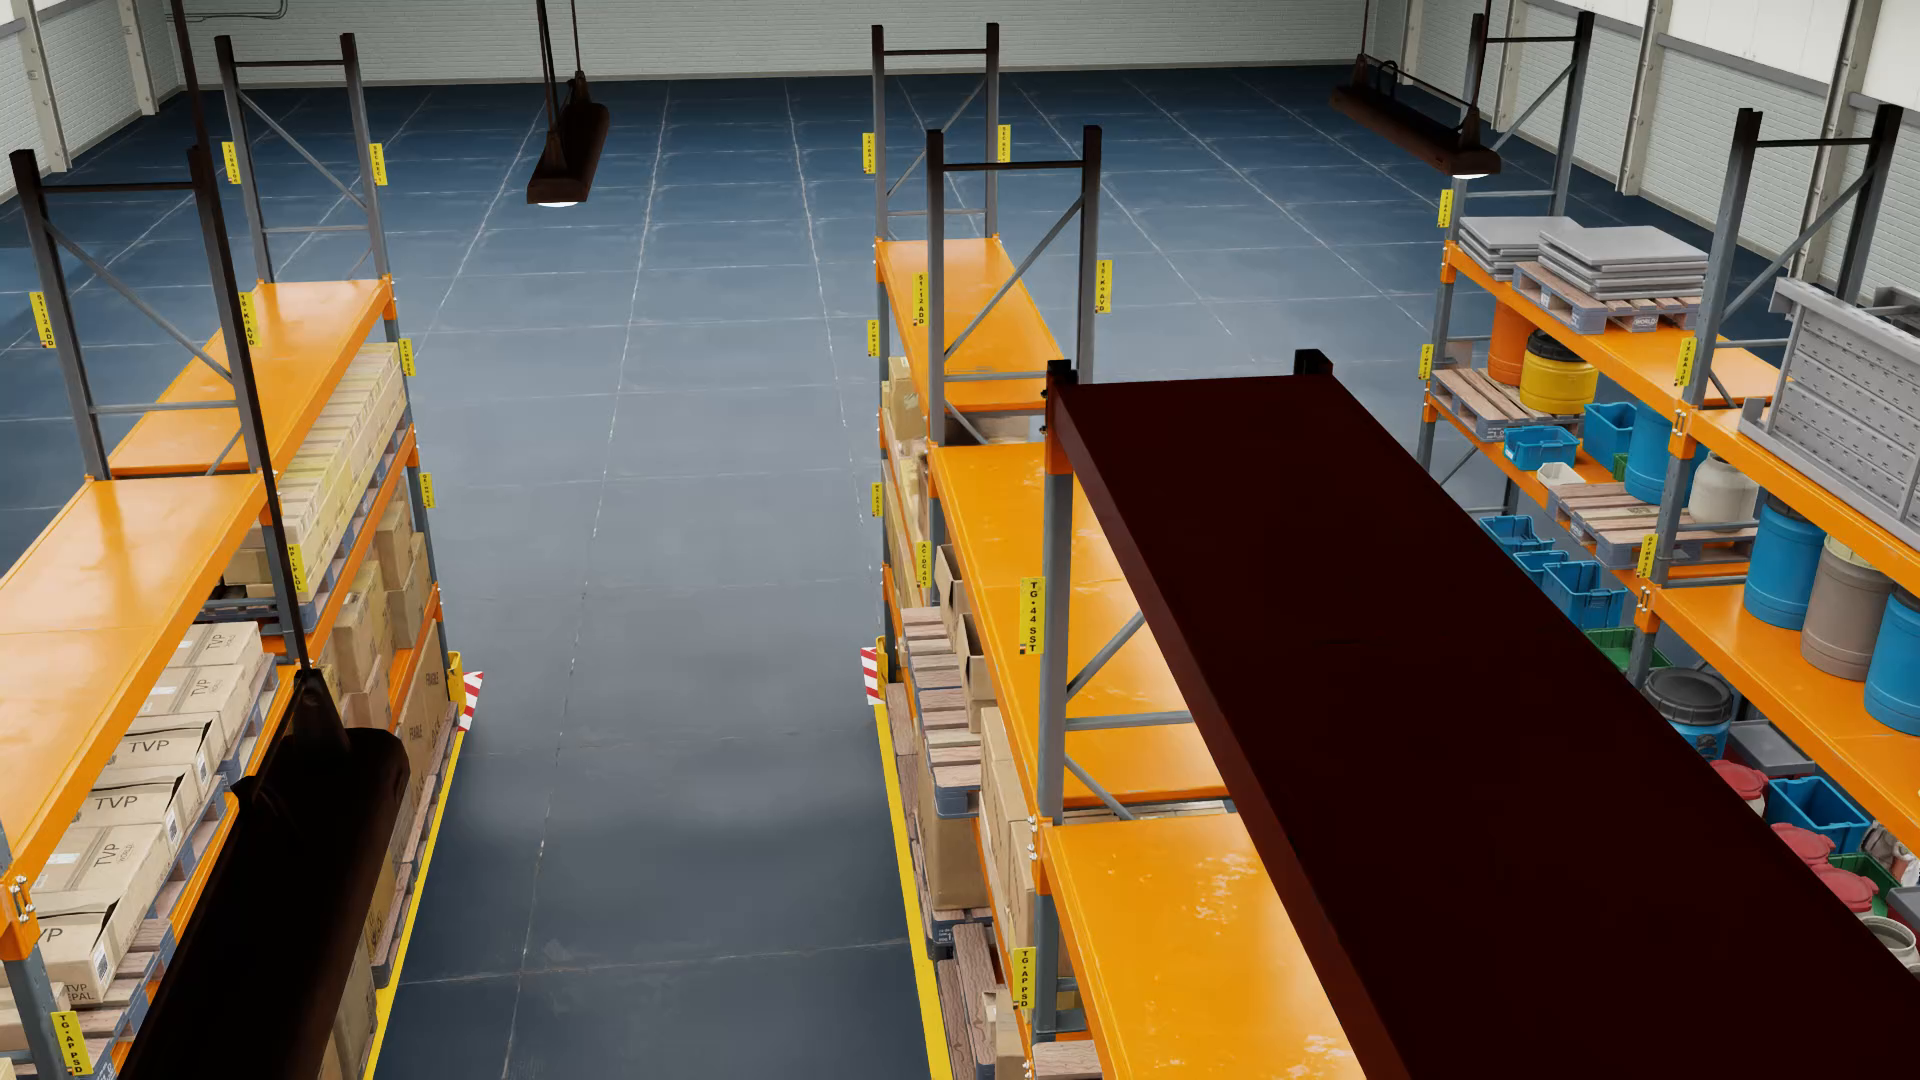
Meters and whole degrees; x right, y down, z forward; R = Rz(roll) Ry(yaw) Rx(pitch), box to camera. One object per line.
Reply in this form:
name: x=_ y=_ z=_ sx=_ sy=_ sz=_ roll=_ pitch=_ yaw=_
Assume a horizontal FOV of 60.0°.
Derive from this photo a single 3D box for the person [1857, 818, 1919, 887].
person: x=6.452 y=2.345 z=11.583 sx=0.581 sy=1.785 sz=0.605 roll=-20 pitch=32 yaw=-36
